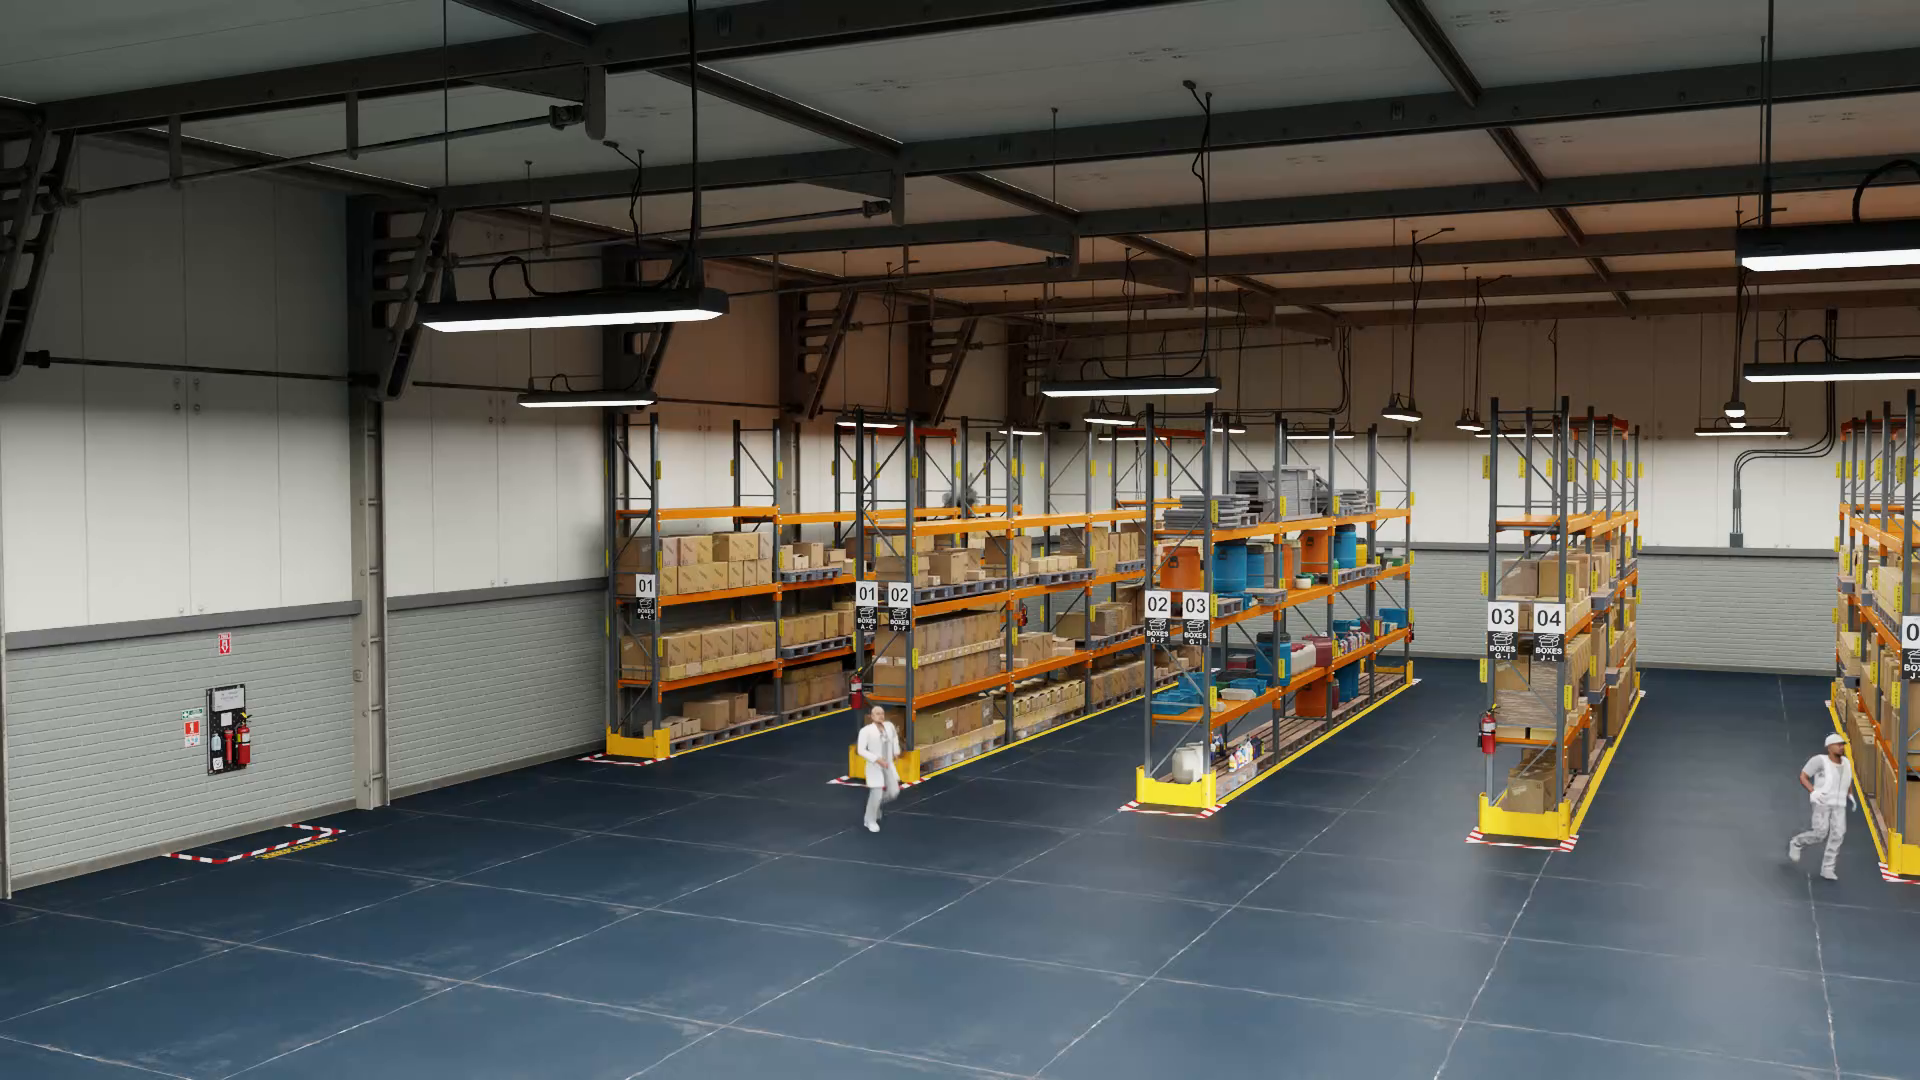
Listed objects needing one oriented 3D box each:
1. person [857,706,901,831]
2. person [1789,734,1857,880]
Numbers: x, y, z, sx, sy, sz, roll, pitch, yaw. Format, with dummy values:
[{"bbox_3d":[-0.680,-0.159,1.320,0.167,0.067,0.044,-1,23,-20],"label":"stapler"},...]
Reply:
[{"bbox_3d":[-1.089,3.170,23.049,0.740,1.740,0.699,-2,3,-32],"label":"person"},{"bbox_3d":[10.777,3.270,20.577,0.742,1.728,0.833,0,2,-9],"label":"person"}]
